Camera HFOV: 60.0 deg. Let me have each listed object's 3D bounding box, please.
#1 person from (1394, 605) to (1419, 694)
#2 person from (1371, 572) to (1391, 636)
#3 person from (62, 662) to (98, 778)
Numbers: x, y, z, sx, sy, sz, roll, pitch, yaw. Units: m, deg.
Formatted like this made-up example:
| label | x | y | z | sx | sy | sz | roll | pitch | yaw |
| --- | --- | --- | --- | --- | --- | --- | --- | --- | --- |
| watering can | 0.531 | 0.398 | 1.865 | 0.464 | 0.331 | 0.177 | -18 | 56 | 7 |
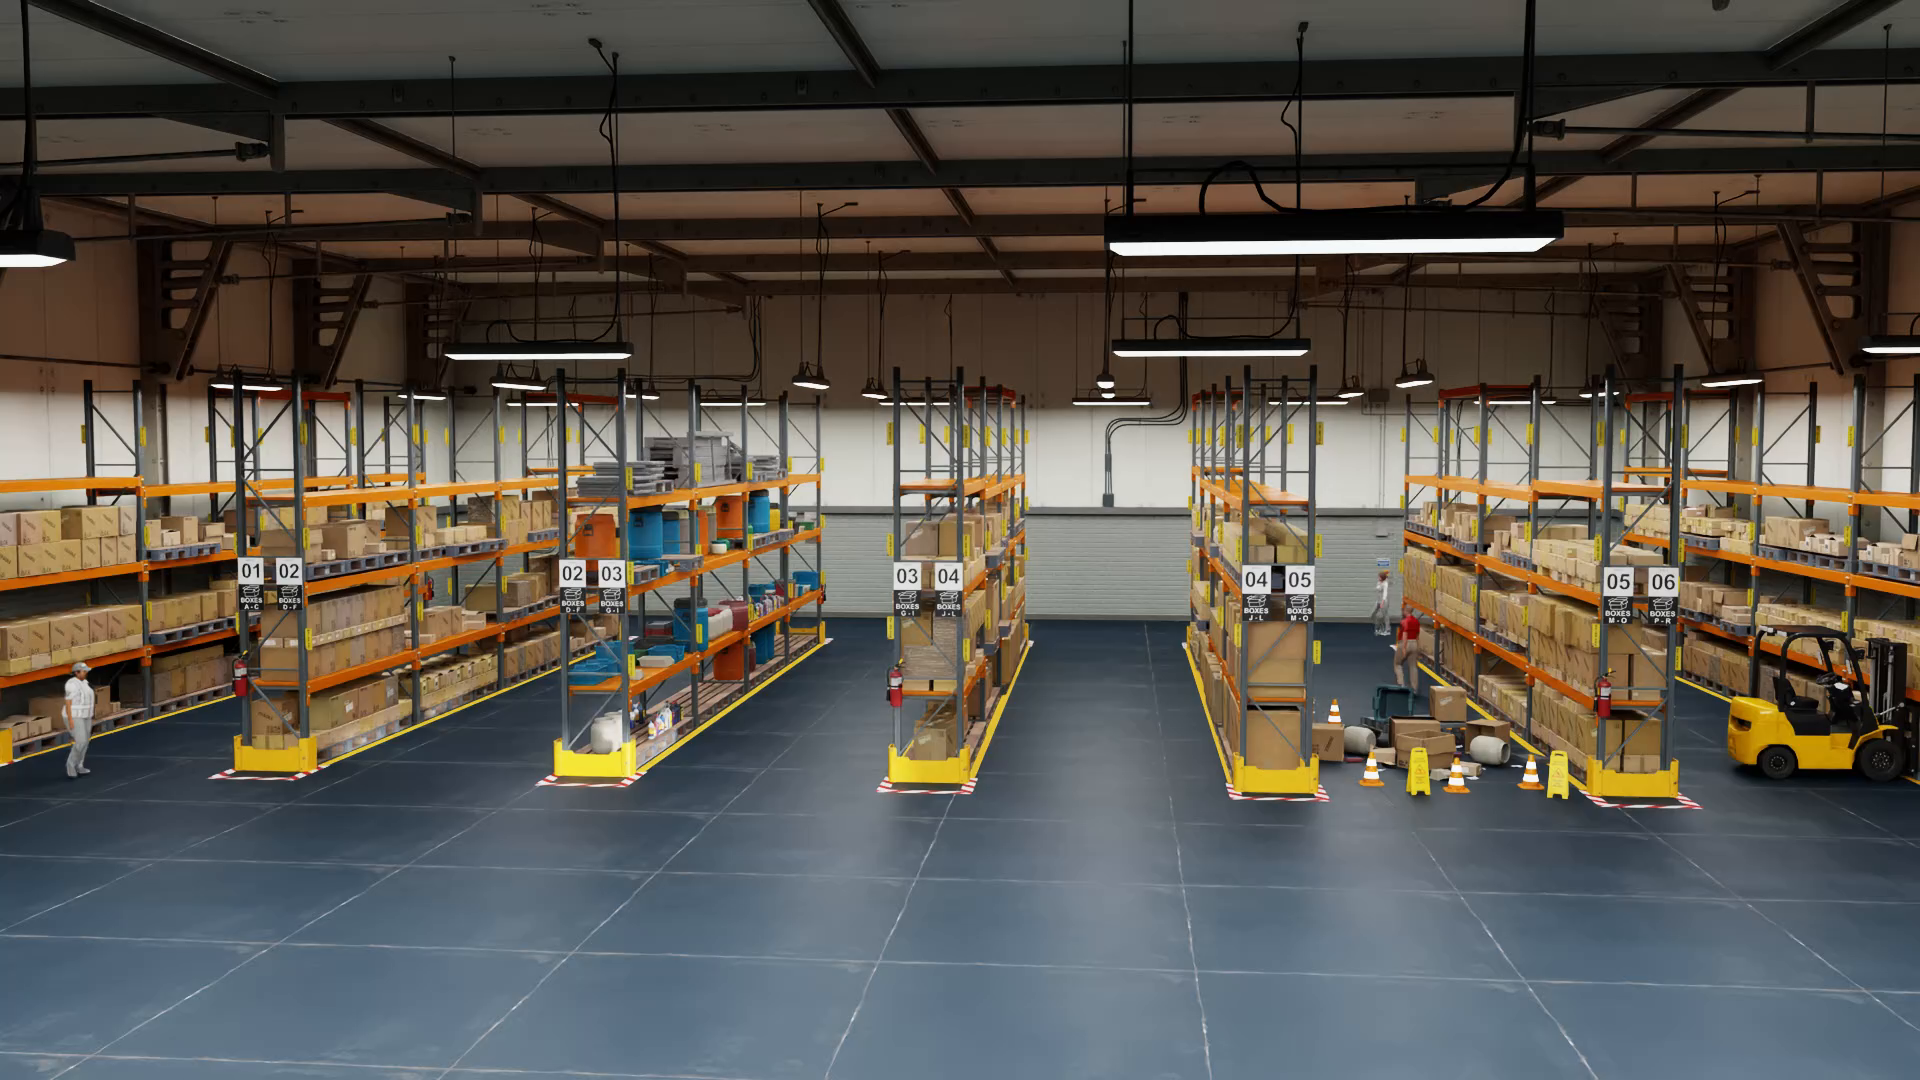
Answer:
| label | x | y | z | sx | sy | sz | roll | pitch | yaw |
| --- | --- | --- | --- | --- | --- | --- | --- | --- | --- |
| person | 8.745 | 2.160 | 32.337 | 0.549 | 1.770 | 0.546 | -1 | 4 | -14 |
| person | 10.597 | 1.620 | 41.729 | 0.488 | 1.636 | 0.453 | -1 | 4 | -17 |
| person | -12.994 | 2.646 | 24.558 | 0.434 | 1.687 | 0.508 | 1 | 4 | 9 |
